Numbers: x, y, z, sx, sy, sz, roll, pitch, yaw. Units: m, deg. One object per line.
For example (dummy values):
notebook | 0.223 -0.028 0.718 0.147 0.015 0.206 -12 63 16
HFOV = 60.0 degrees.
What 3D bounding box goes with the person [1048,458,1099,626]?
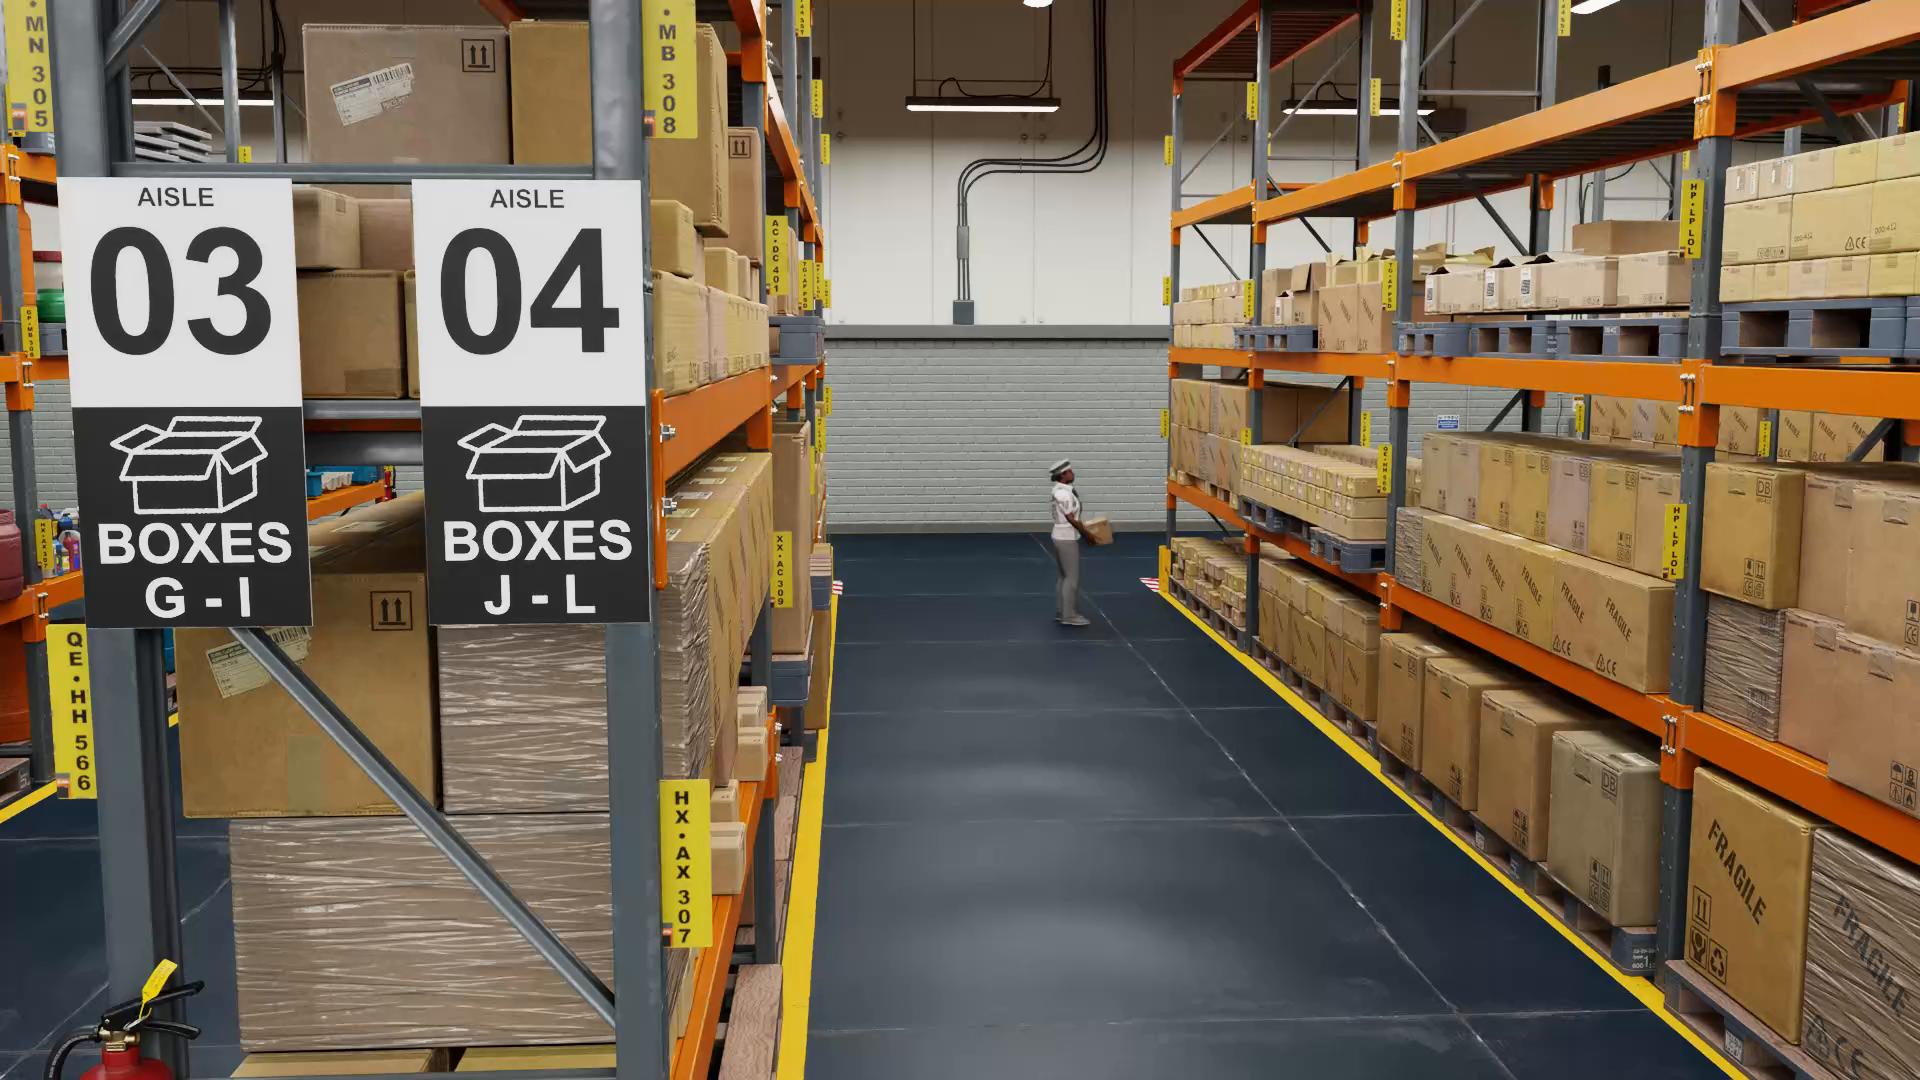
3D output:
person | 1.161 0.008 17.016 0.519 1.702 0.461 0 7 3
